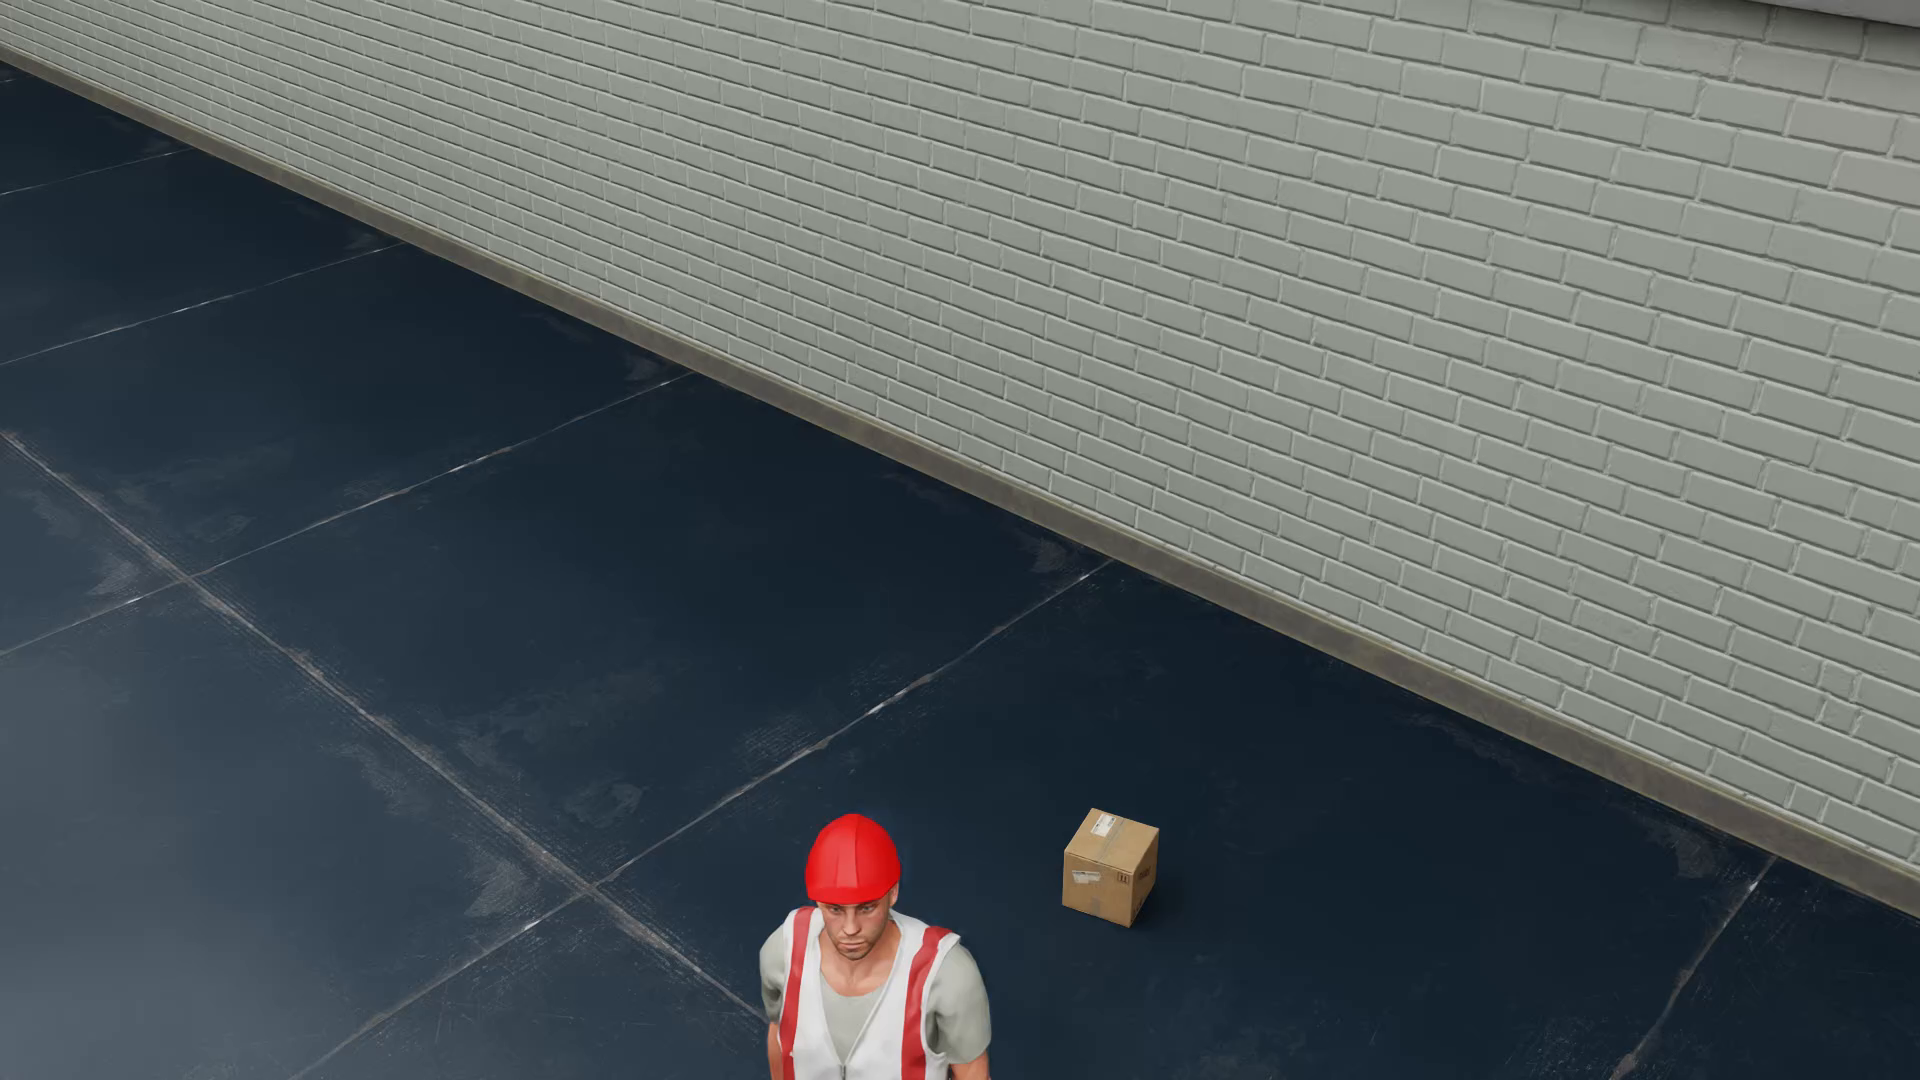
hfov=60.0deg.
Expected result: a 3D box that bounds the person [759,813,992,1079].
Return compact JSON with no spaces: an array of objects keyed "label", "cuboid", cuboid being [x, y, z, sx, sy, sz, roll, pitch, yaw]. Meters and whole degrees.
[{"label":"person","cuboid":[-0.196,1.355,3.851,0.574,1.756,0.892,6,32,10]}]
